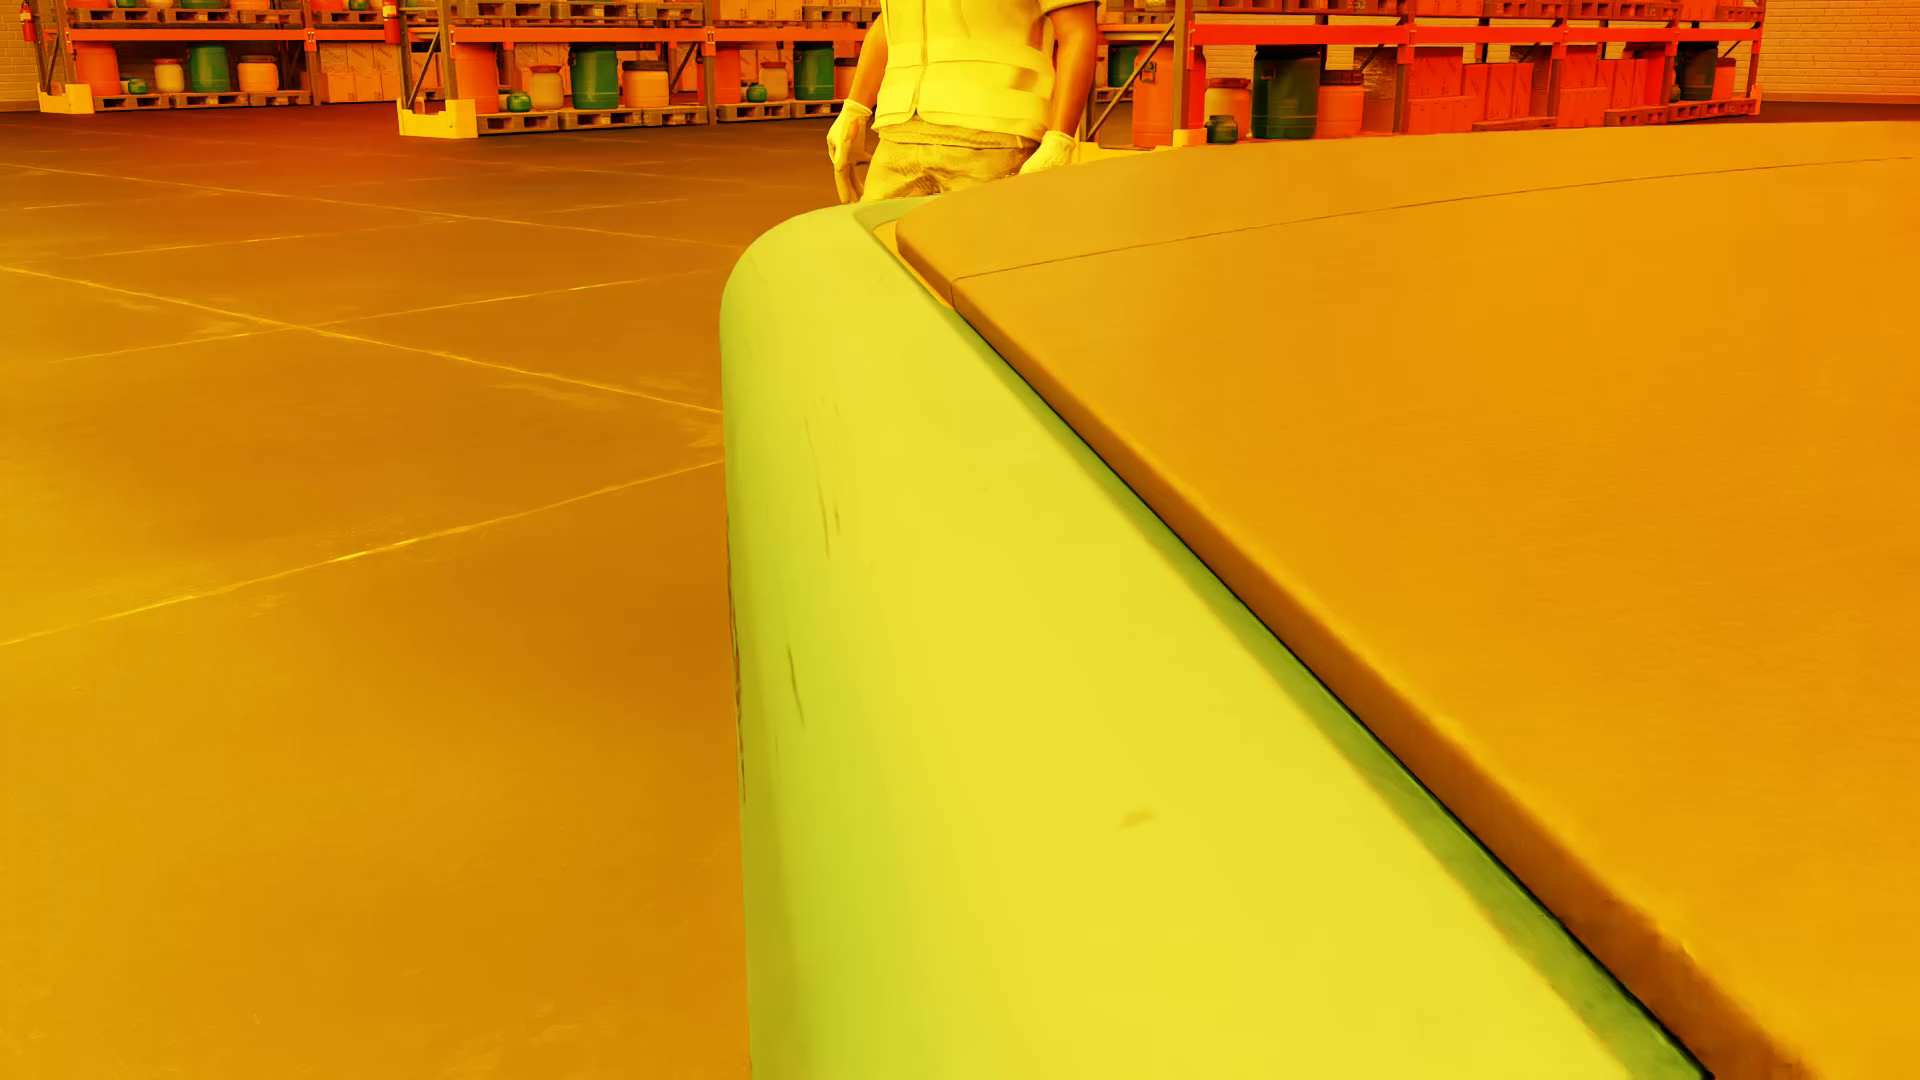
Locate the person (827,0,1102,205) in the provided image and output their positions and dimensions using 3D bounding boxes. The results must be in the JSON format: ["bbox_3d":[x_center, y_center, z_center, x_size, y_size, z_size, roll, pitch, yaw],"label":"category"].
[{"bbox_3d":[-0.053,-0.846,3.632,0.657,1.785,0.575,13,21,37],"label":"person"}]
